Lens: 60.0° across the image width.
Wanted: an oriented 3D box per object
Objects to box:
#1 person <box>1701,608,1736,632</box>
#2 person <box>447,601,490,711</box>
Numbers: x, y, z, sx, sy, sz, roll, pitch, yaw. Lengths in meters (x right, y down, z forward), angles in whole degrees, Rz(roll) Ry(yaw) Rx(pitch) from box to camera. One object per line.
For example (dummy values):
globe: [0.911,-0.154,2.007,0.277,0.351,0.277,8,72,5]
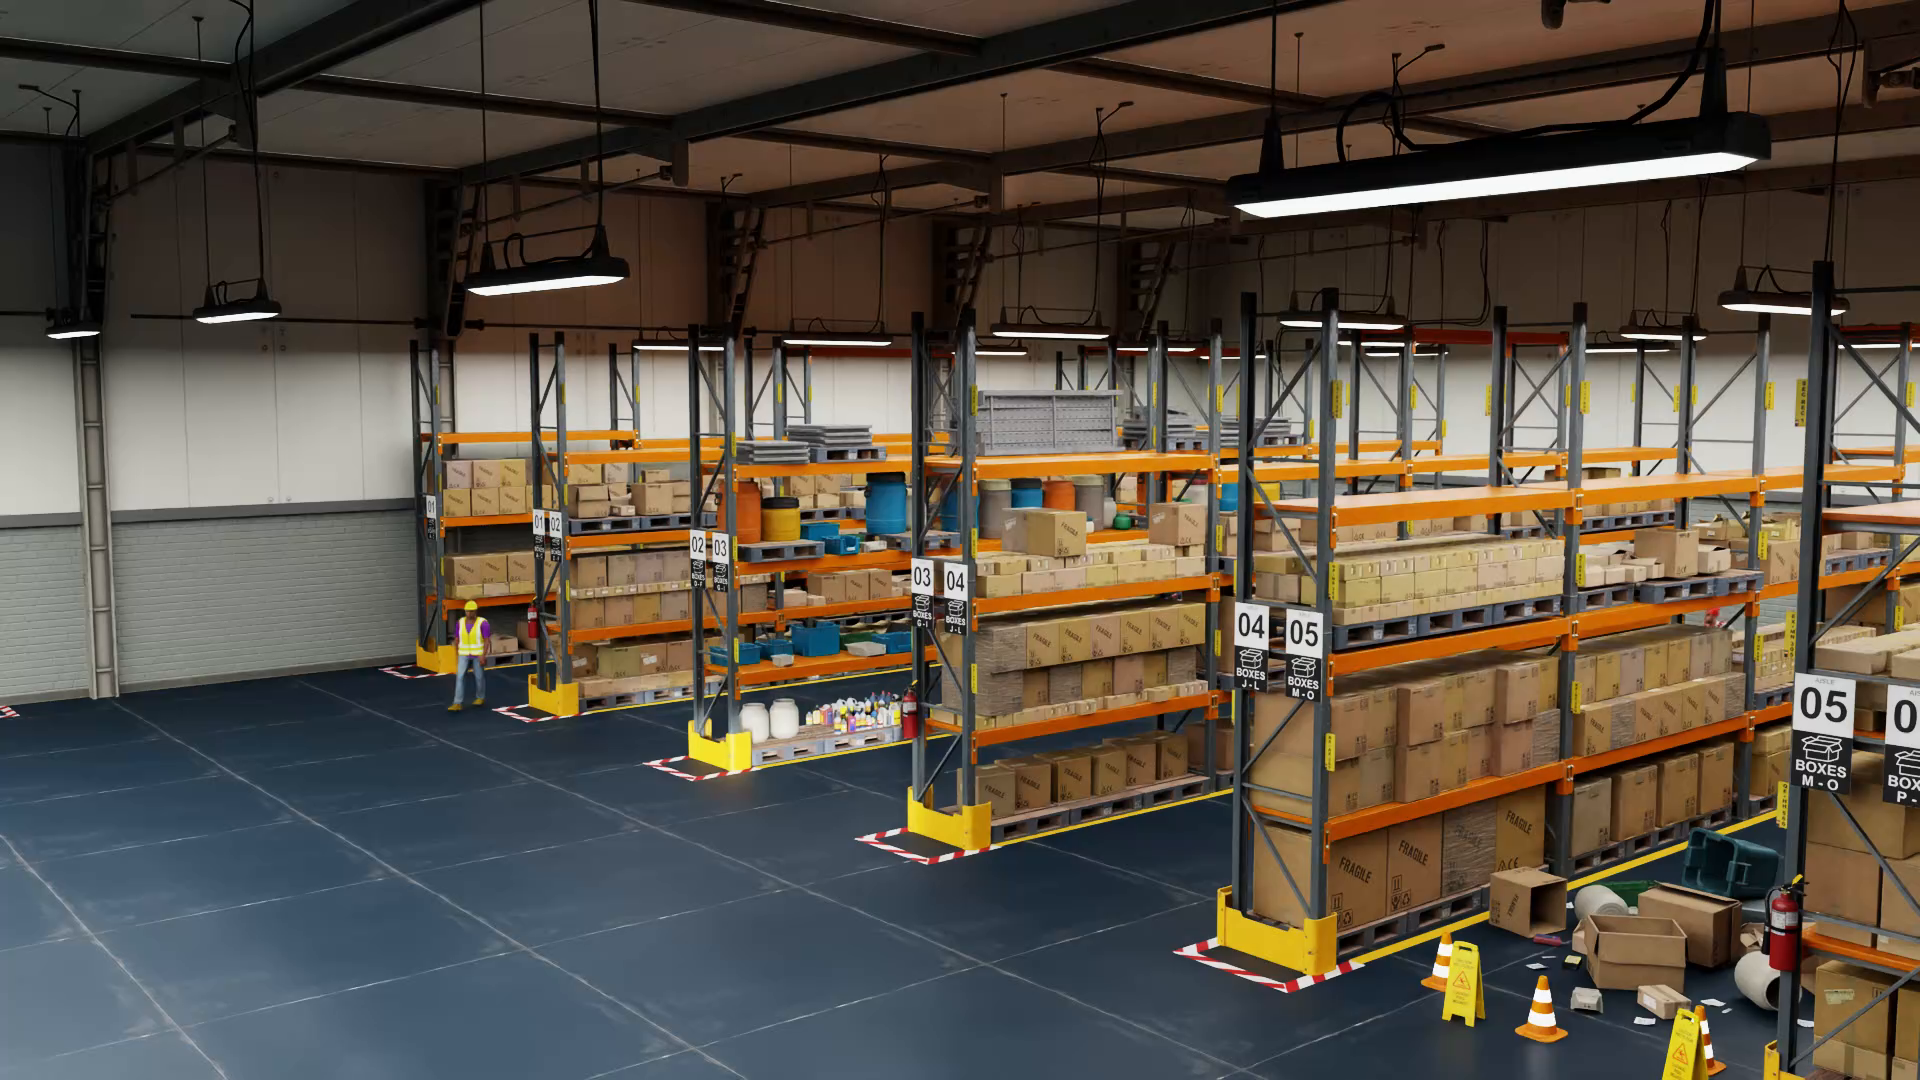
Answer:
person: [12.099,1.875,26.556,0.640,1.684,0.695,-3,6,-32]
person: [-7.808,1.829,26.513,0.619,1.714,0.955,-1,5,-6]
